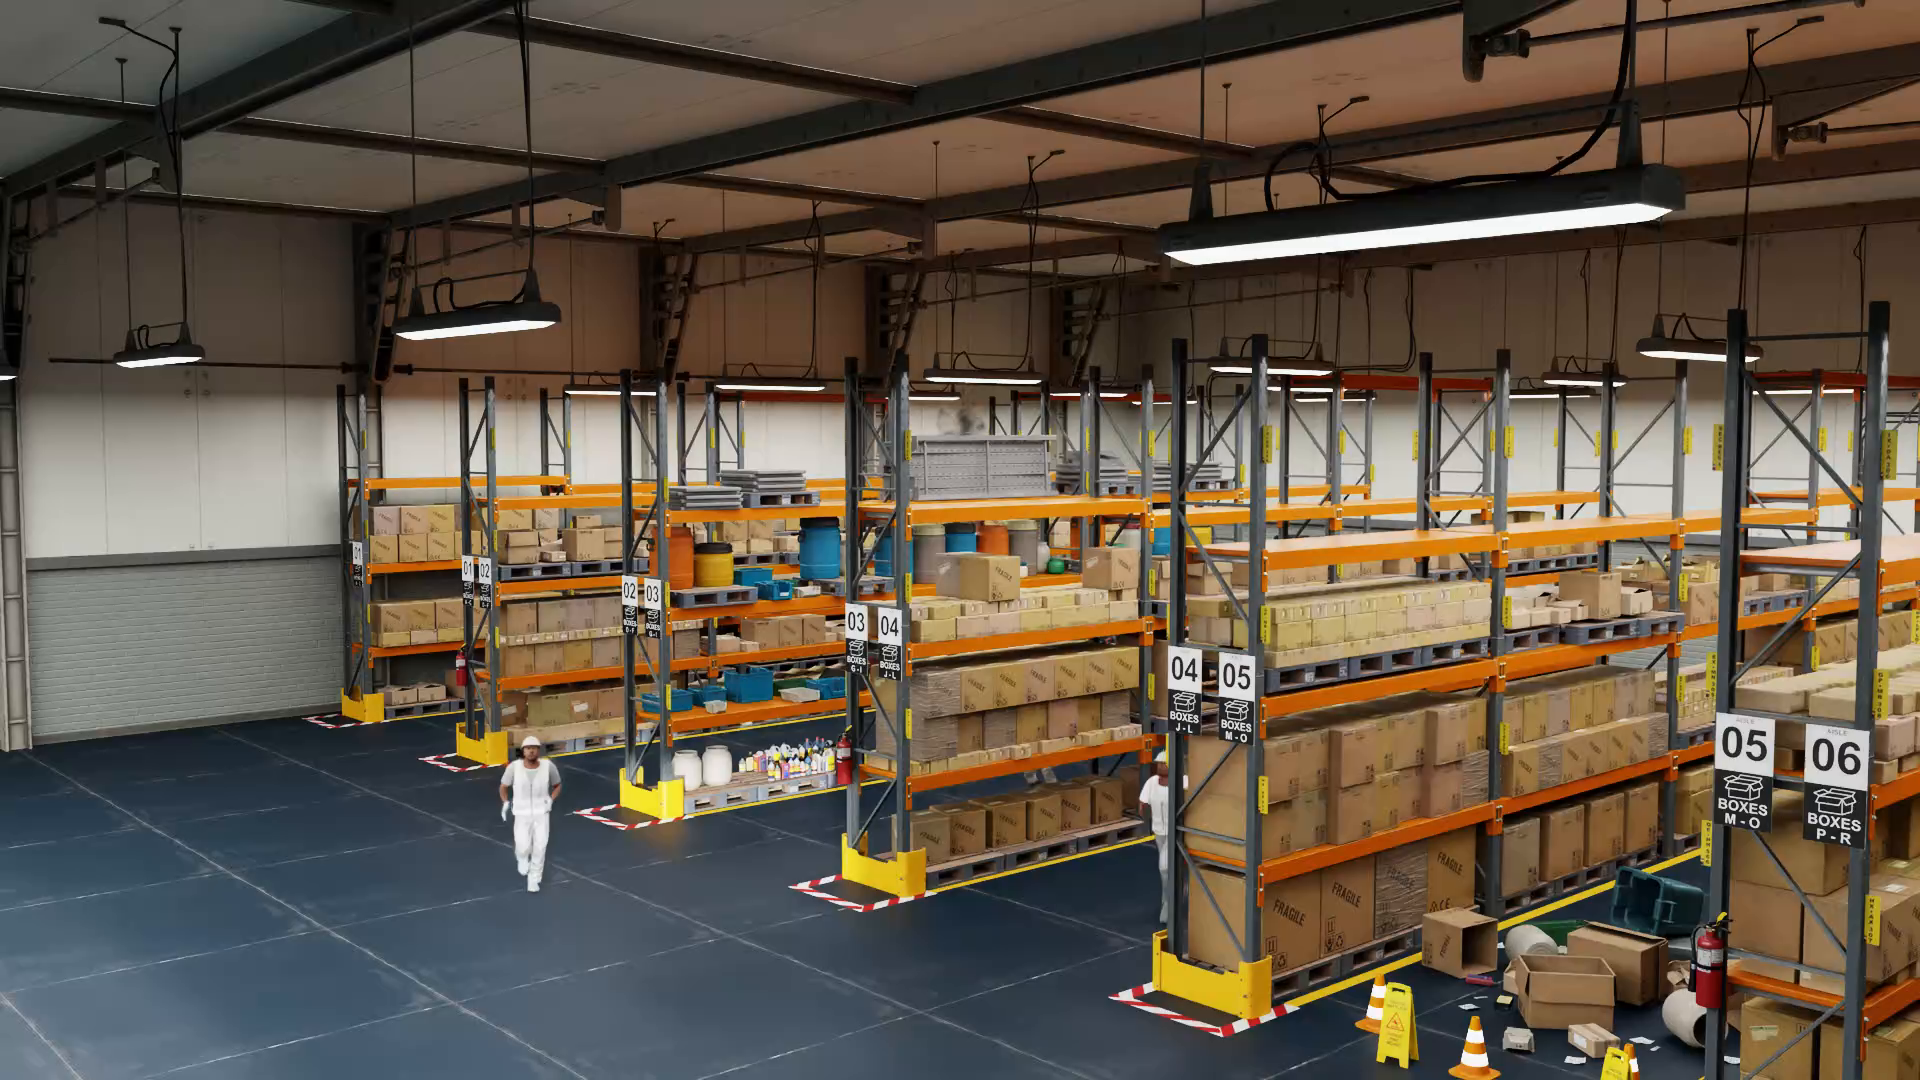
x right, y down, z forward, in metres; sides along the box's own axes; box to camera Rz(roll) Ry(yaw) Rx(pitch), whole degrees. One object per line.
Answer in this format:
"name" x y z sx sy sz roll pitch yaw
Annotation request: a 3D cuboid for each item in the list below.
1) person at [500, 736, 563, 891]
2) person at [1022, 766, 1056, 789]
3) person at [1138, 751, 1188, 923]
"person" -4.826 3.071 18.722 0.675 1.733 0.599 -1 4 -16
"person" 1.091 2.793 22.743 0.709 1.806 0.620 -3 5 -42
"person" 2.251 3.126 17.675 0.710 1.798 0.889 3 5 40
